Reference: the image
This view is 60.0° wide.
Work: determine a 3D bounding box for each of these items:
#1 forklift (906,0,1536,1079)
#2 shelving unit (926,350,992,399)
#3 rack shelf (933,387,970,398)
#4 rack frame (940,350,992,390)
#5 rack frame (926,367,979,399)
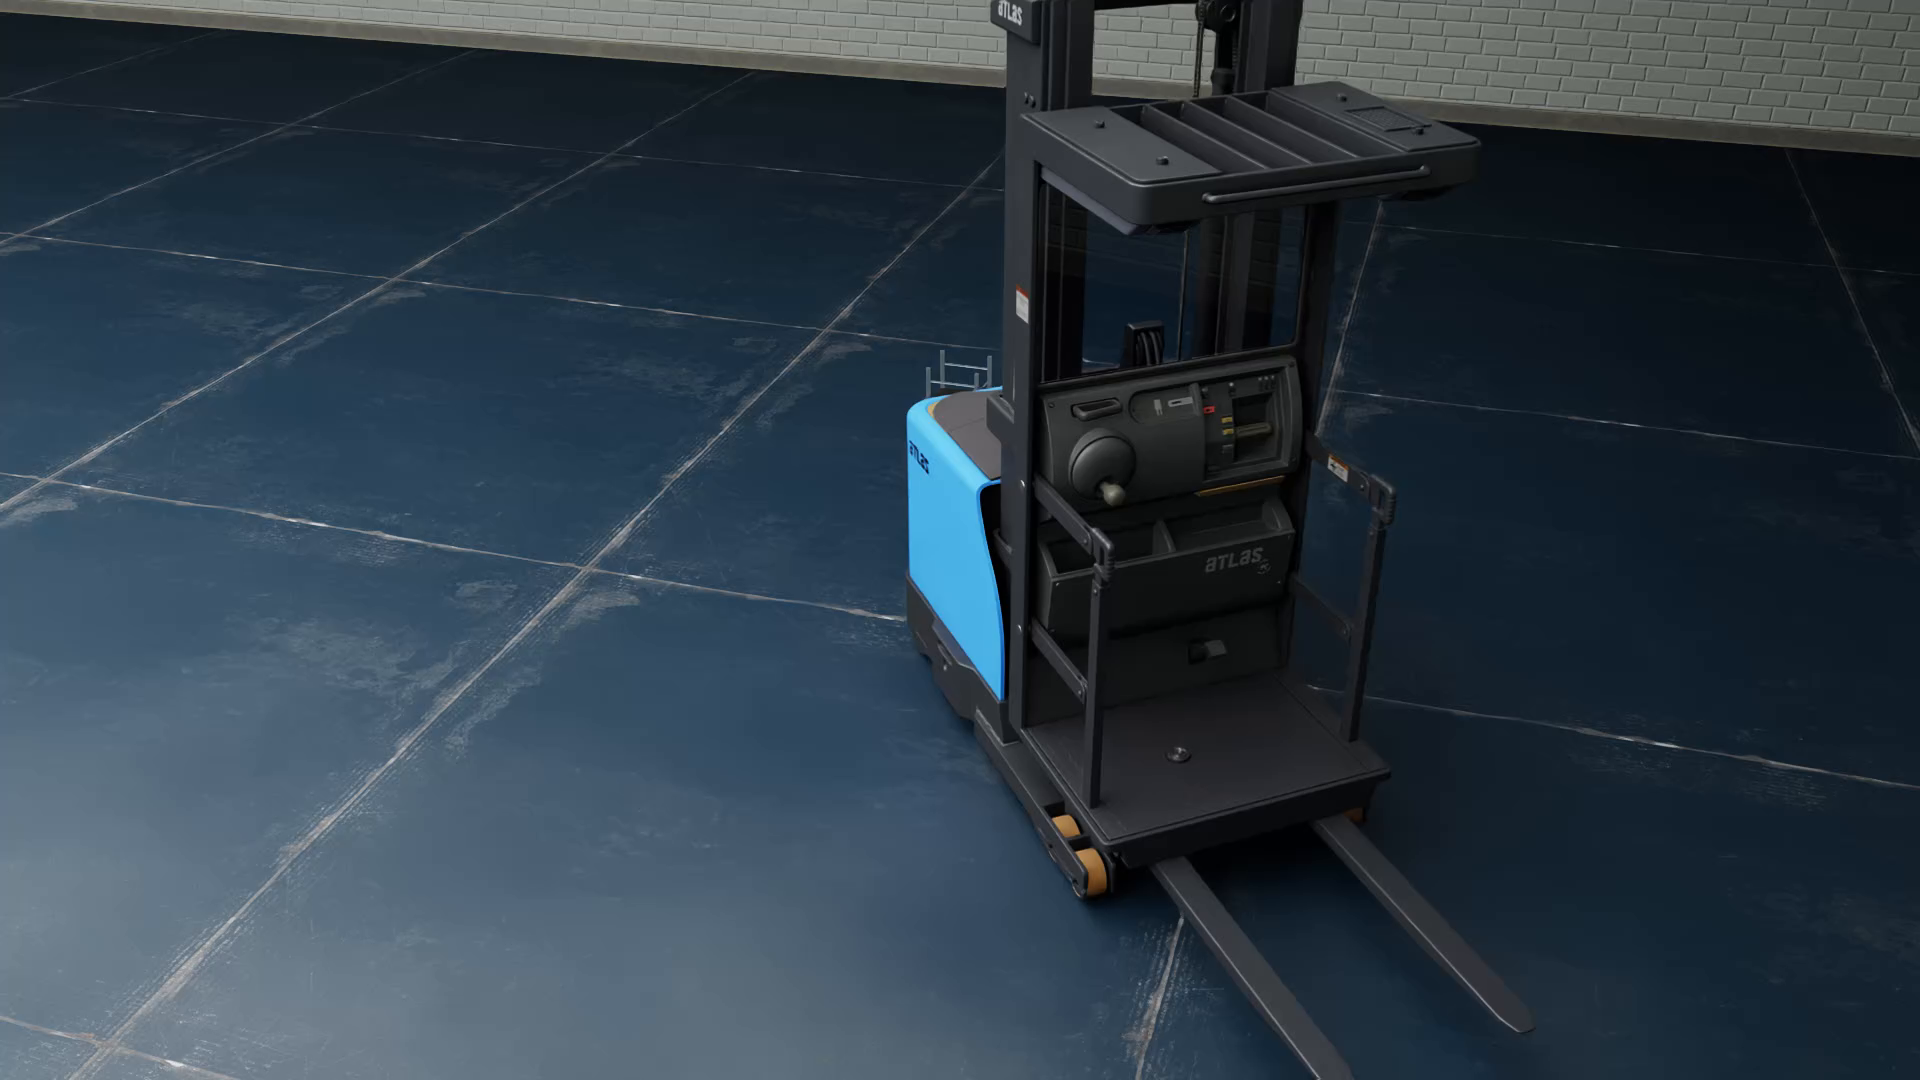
[{"bbox_3d":[0.789,-0.310,5.292,1.130,2.935,3.031,-11,31,-19],"label":"forklift"},{"bbox_3d":[-0.002,-0.389,7.524,0.258,0.900,0.210,8,30,15],"label":"shelving unit"},{"bbox_3d":[-0.002,-0.596,7.409,0.258,0.077,0.200,8,30,15],"label":"rack shelf"},{"bbox_3d":[0.027,-0.437,7.609,0.240,0.900,0.006,8,30,15],"label":"rack frame"},{"bbox_3d":[-0.032,-0.342,7.440,0.240,0.900,0.006,8,30,15],"label":"rack frame"}]
